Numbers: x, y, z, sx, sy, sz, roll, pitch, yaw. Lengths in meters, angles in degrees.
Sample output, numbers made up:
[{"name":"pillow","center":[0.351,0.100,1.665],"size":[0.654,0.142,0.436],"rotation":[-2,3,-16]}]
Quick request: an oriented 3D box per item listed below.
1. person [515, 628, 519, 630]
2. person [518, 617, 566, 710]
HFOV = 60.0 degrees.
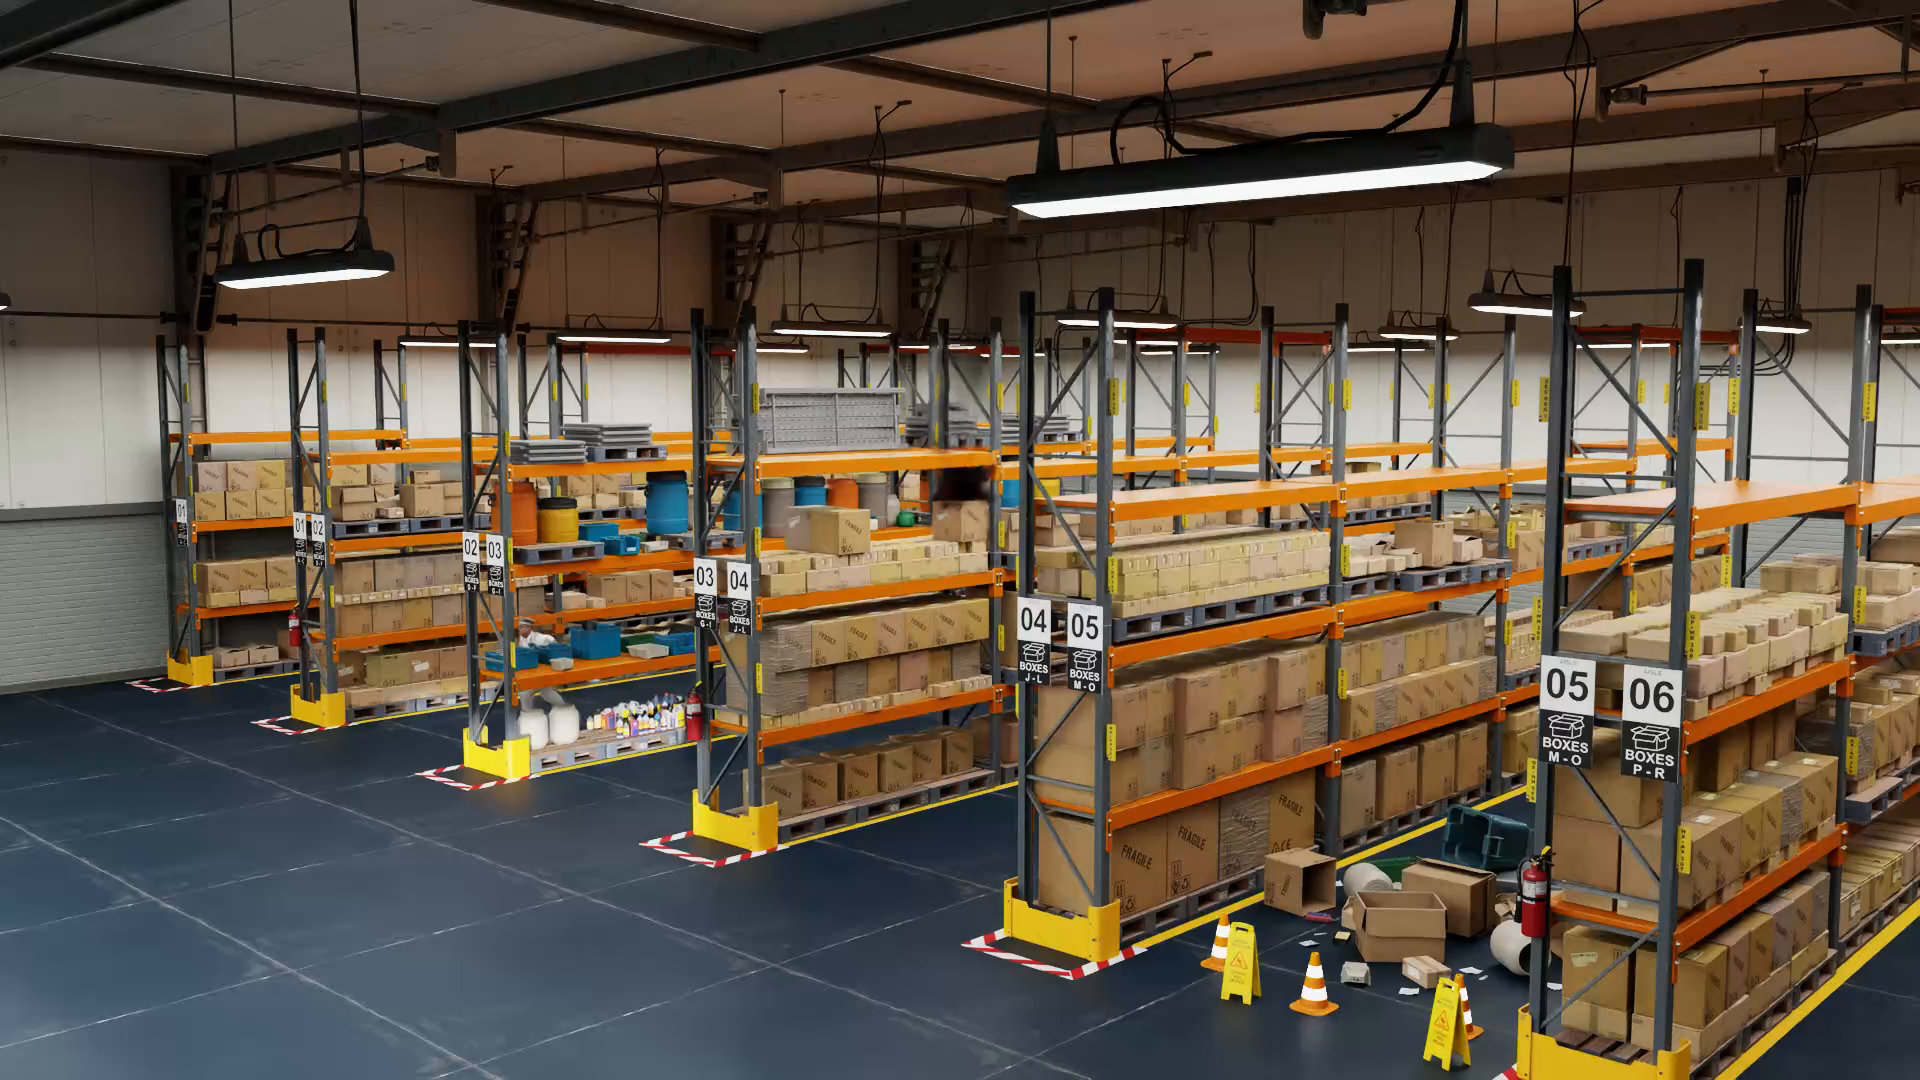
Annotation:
[{"name":"person","center":[-7.836,1.607,29.805],"size":[0.612,1.615,0.965],"rotation":[5,8,44]},{"name":"person","center":[-6.191,2.000,24.680],"size":[0.986,1.800,0.655],"rotation":[-4,7,-35]}]
